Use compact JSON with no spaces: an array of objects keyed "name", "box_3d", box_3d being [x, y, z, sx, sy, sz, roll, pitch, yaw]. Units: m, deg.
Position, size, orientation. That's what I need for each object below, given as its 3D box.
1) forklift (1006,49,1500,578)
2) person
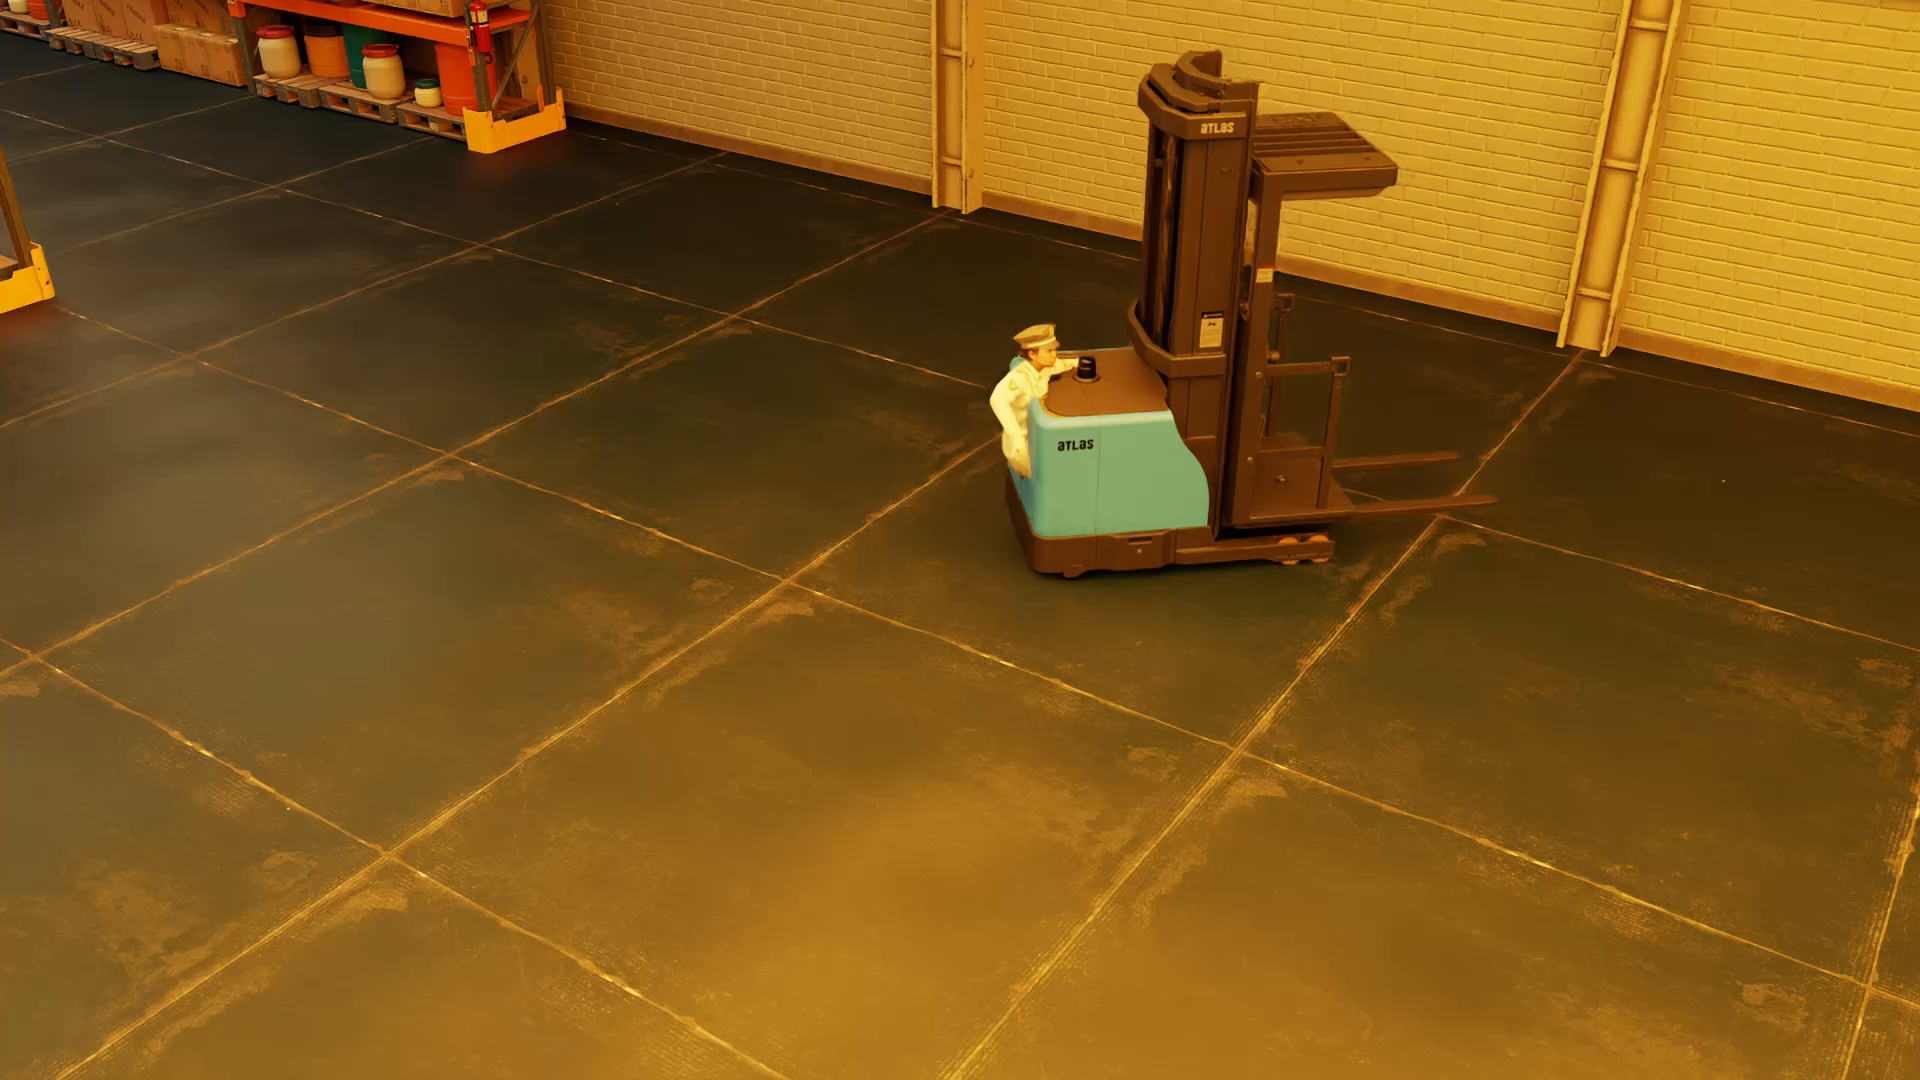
[{"name":"forklift","box_3d":[1.861,-1.372,9.945,3.031,2.935,1.130,-4,30,-8]},{"name":"person","box_3d":[0.632,-0.547,9.968,0.781,1.469,1.041,18,34,28]}]
